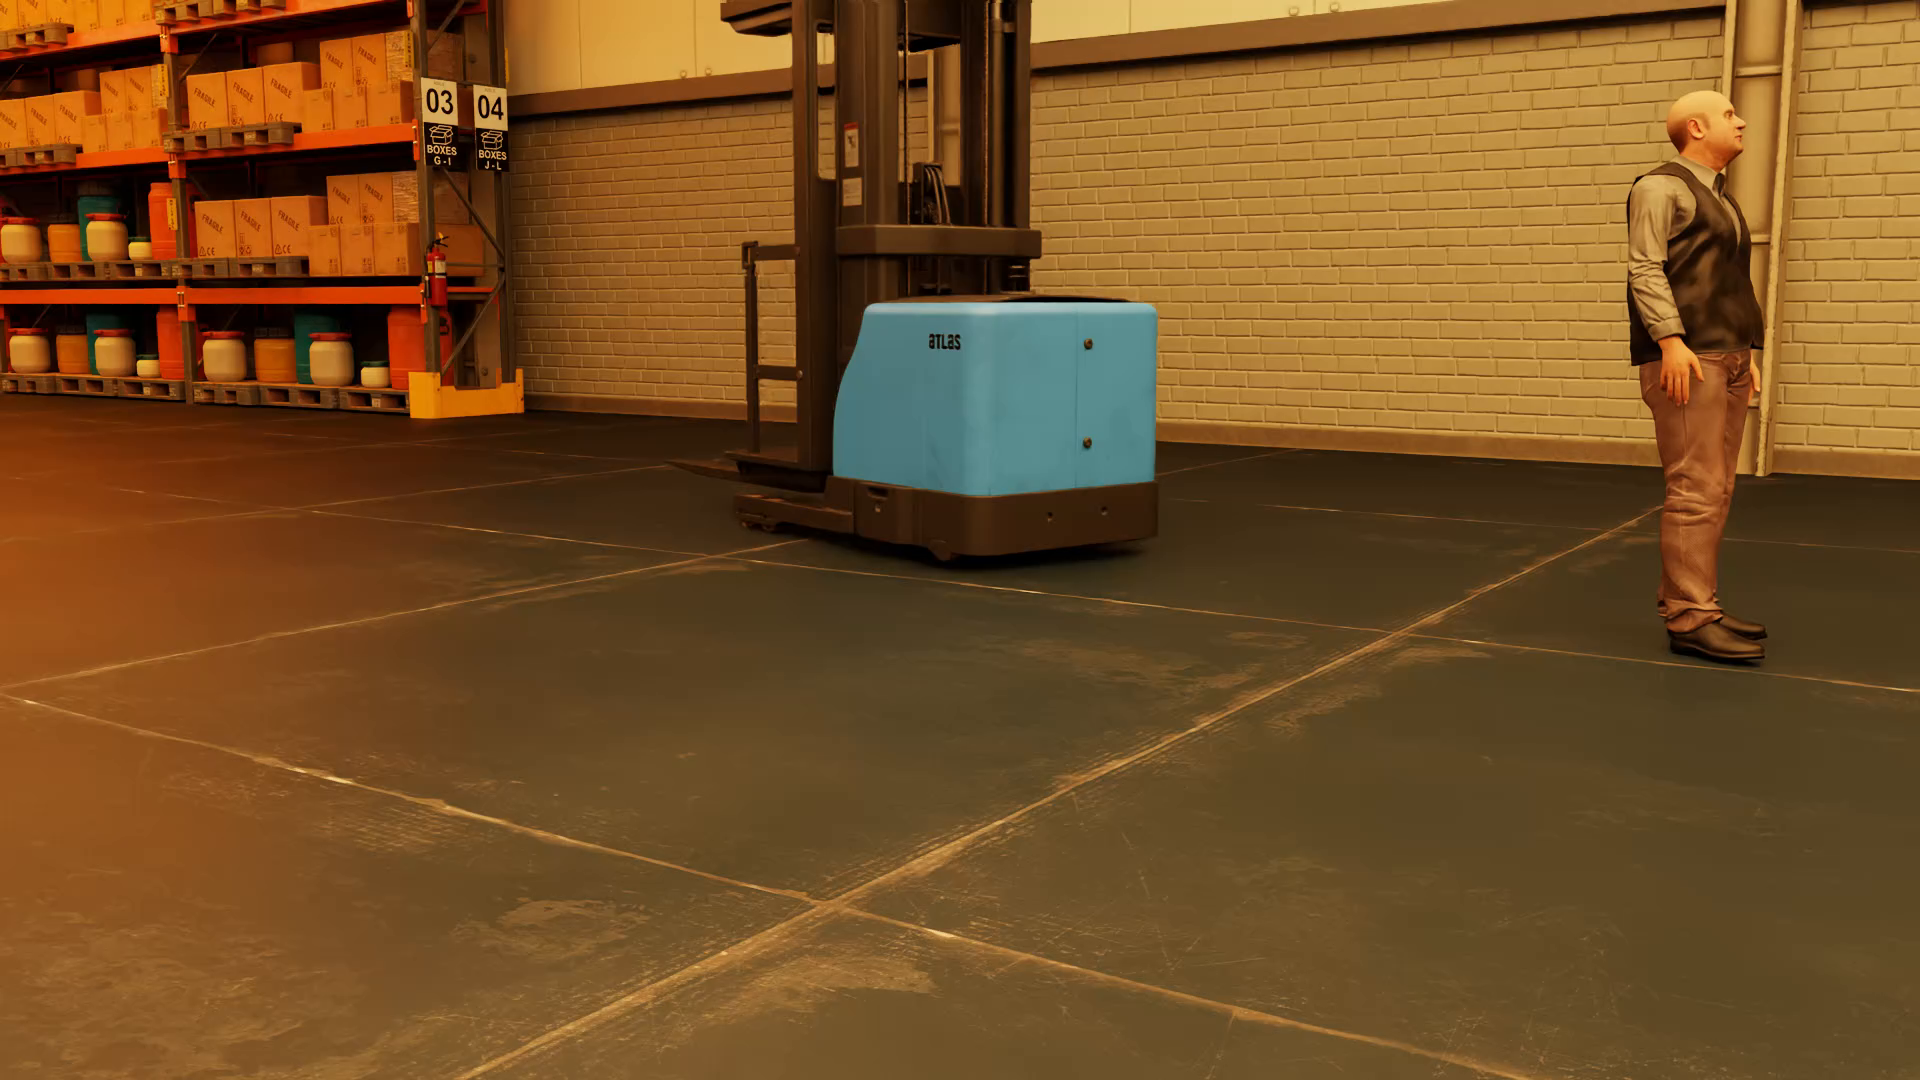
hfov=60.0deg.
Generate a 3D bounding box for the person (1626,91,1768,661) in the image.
[{"bbox_3d":[2.376,-0.535,5.202,0.631,1.720,0.568,-8,11,-44],"label":"person"}]

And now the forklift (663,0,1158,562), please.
[{"bbox_3d":[-0.435,-1.523,7.904,1.130,2.935,3.031,-6,10,-37],"label":"forklift"}]
